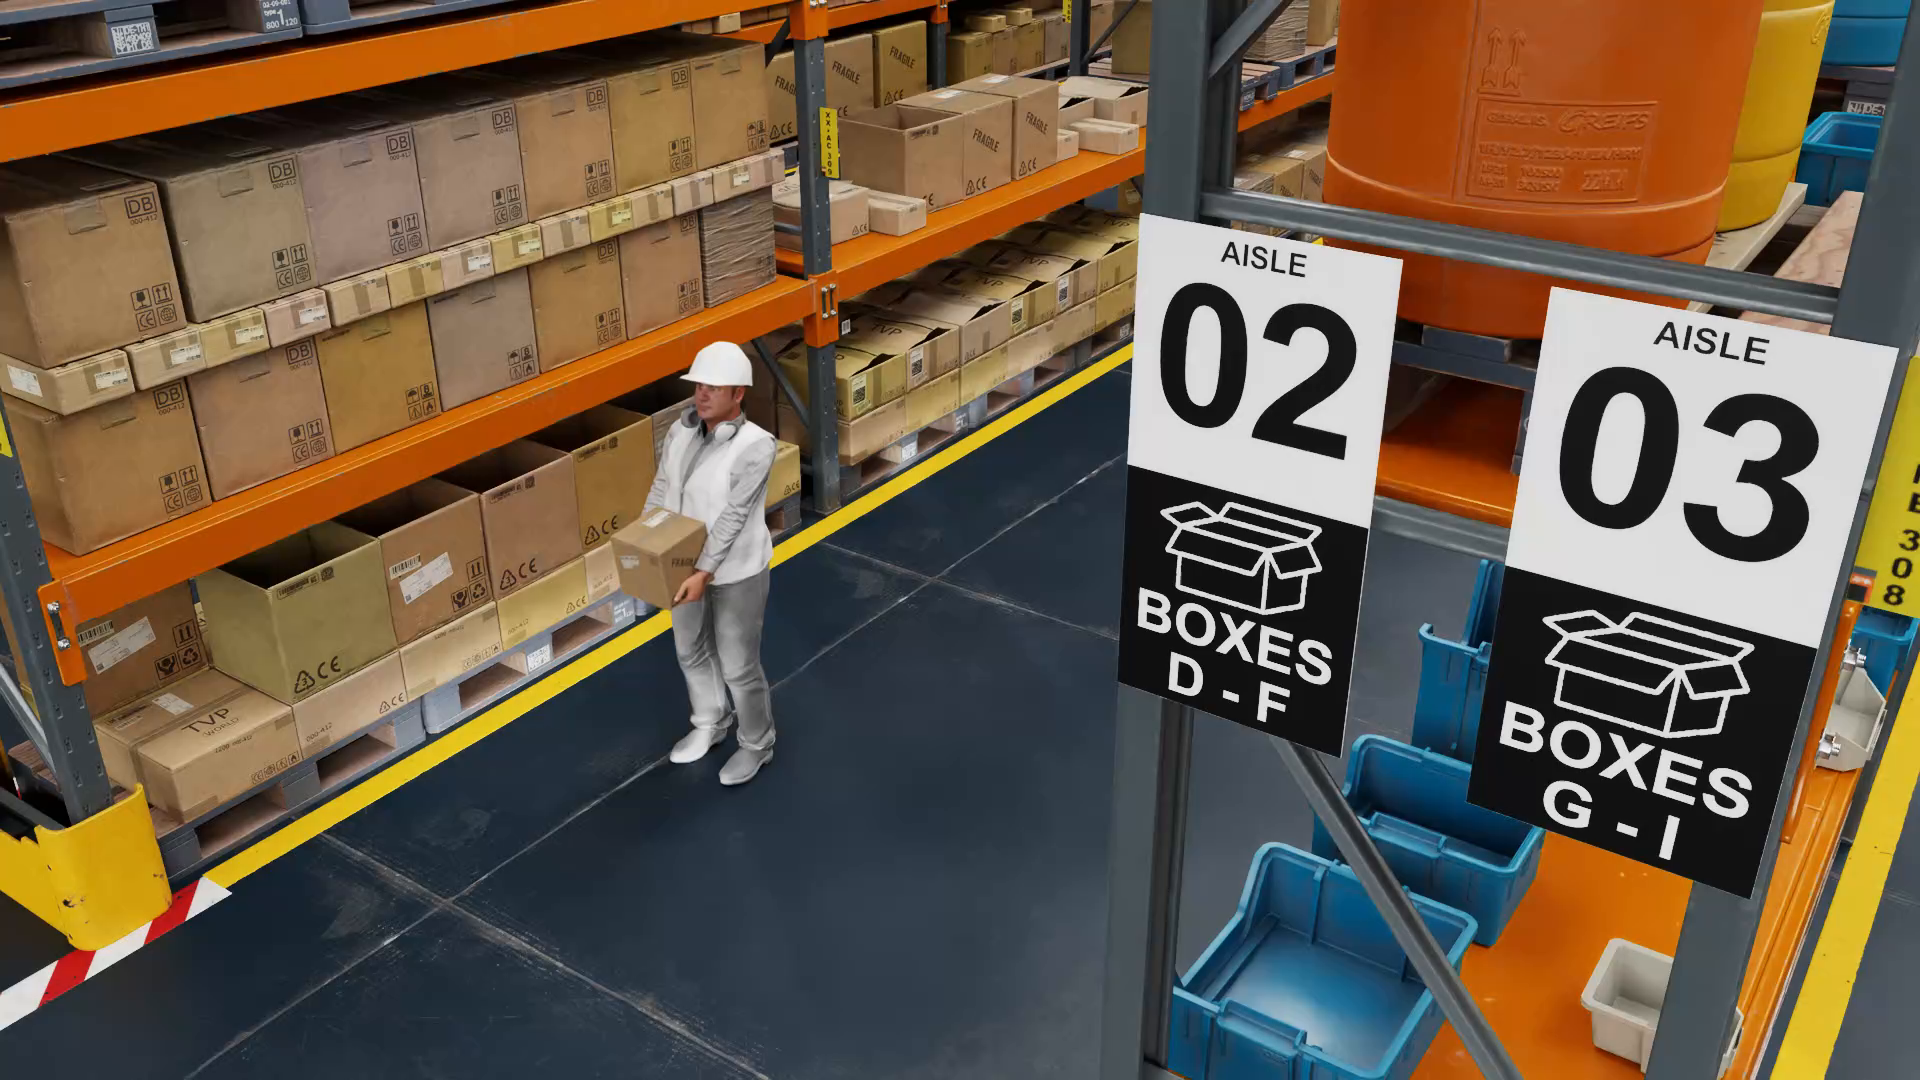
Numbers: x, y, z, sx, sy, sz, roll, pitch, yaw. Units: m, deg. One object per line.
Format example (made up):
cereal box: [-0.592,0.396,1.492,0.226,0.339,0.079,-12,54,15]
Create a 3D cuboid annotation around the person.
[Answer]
person: [-0.939,0.092,6.415,0.446,1.762,0.388,18,32,31]
